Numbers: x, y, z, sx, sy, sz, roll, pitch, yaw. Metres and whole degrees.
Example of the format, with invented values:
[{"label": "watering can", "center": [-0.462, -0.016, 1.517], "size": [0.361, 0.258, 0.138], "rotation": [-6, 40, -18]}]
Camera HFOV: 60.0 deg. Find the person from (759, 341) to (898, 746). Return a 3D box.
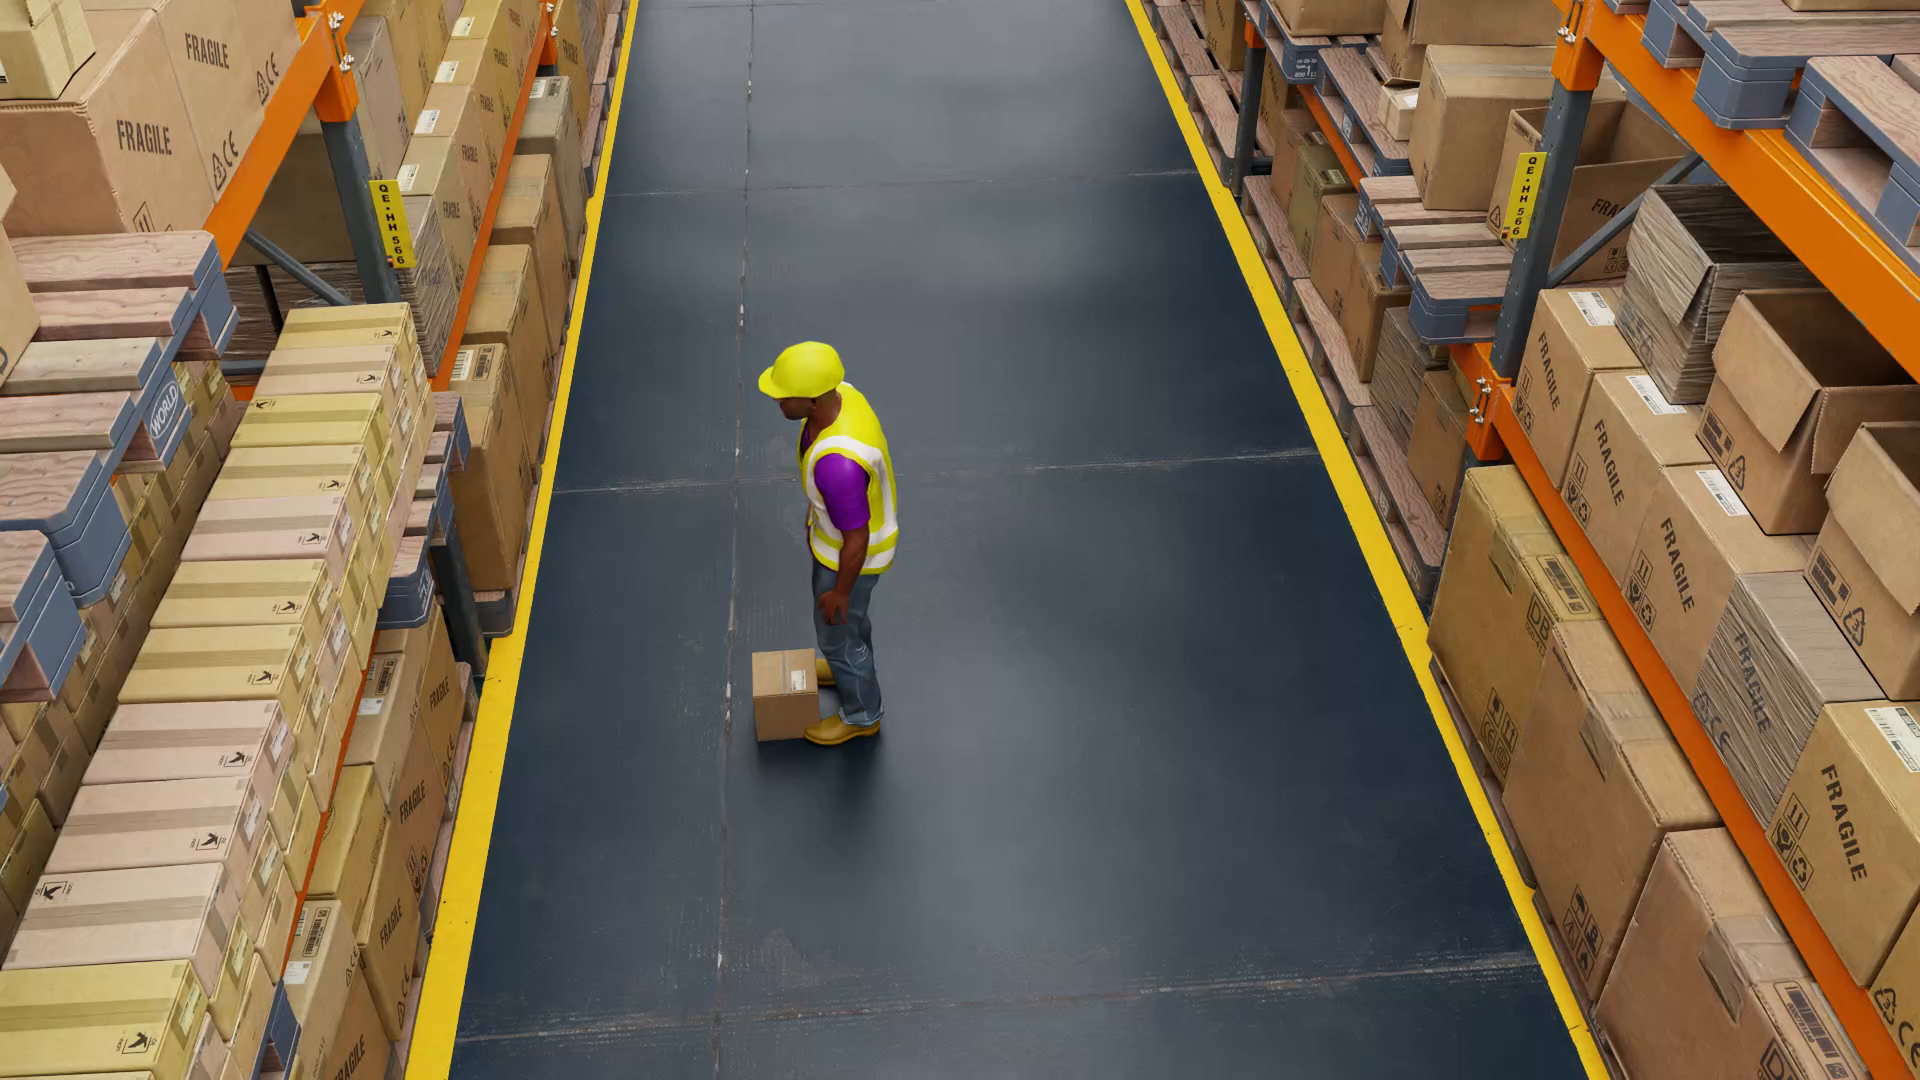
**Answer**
[{"label": "person", "center": [-0.459, 0.014, 6.122], "size": [0.454, 1.761, 0.635], "rotation": [-5, 39, -6]}]
